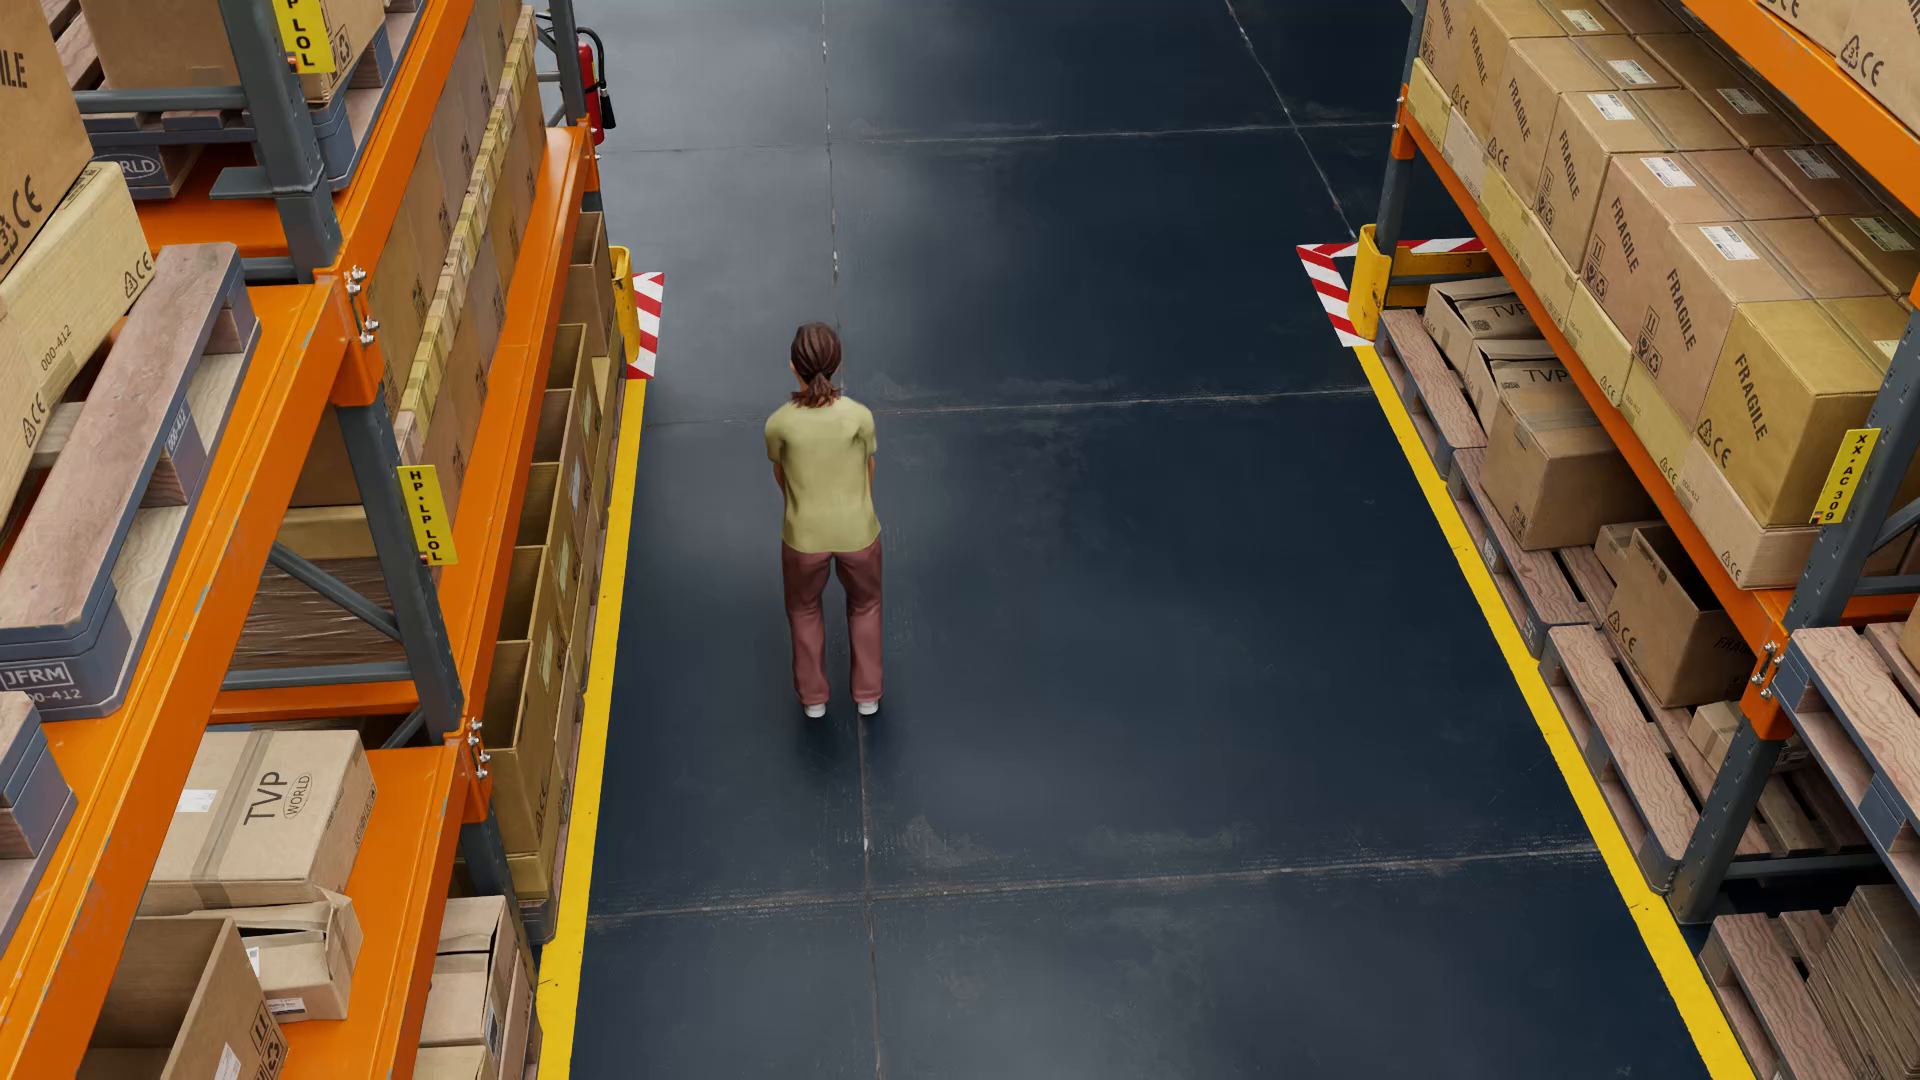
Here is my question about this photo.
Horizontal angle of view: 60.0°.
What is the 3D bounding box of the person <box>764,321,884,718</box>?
[{"bbox_3d":[-0.502,-0.068,6.270,0.406,1.641,0.529,-4,39,-5],"label":"person"}]
